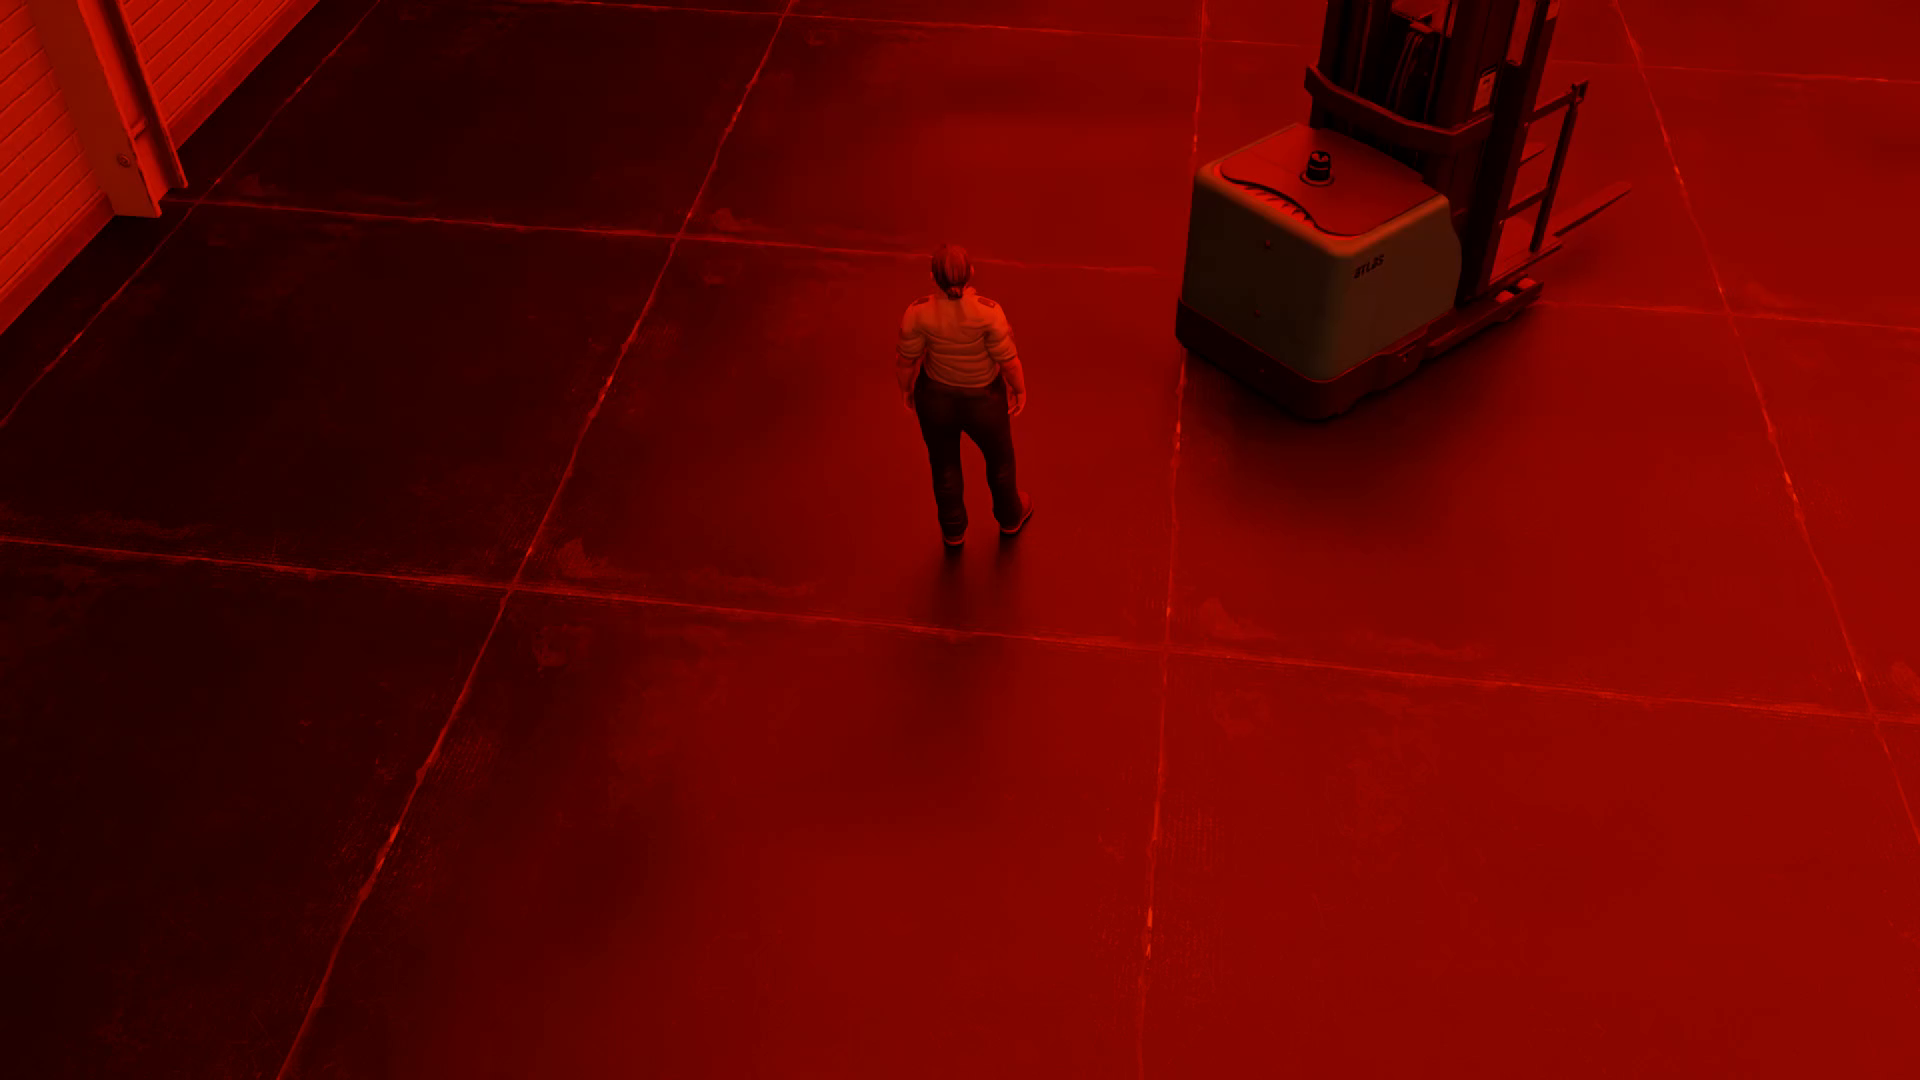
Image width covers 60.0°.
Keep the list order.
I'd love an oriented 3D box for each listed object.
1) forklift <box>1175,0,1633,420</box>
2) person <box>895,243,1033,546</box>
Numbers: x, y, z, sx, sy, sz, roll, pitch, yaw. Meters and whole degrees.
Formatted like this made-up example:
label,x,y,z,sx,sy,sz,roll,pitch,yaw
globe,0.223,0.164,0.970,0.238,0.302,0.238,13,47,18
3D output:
label,x,y,z,sx,sy,sz,roll,pitch,yaw
forklift,2.617,-2.536,8.485,3.031,2.935,1.130,-29,50,-28
person,0.034,-0.670,7.391,0.599,1.650,0.503,5,43,6
